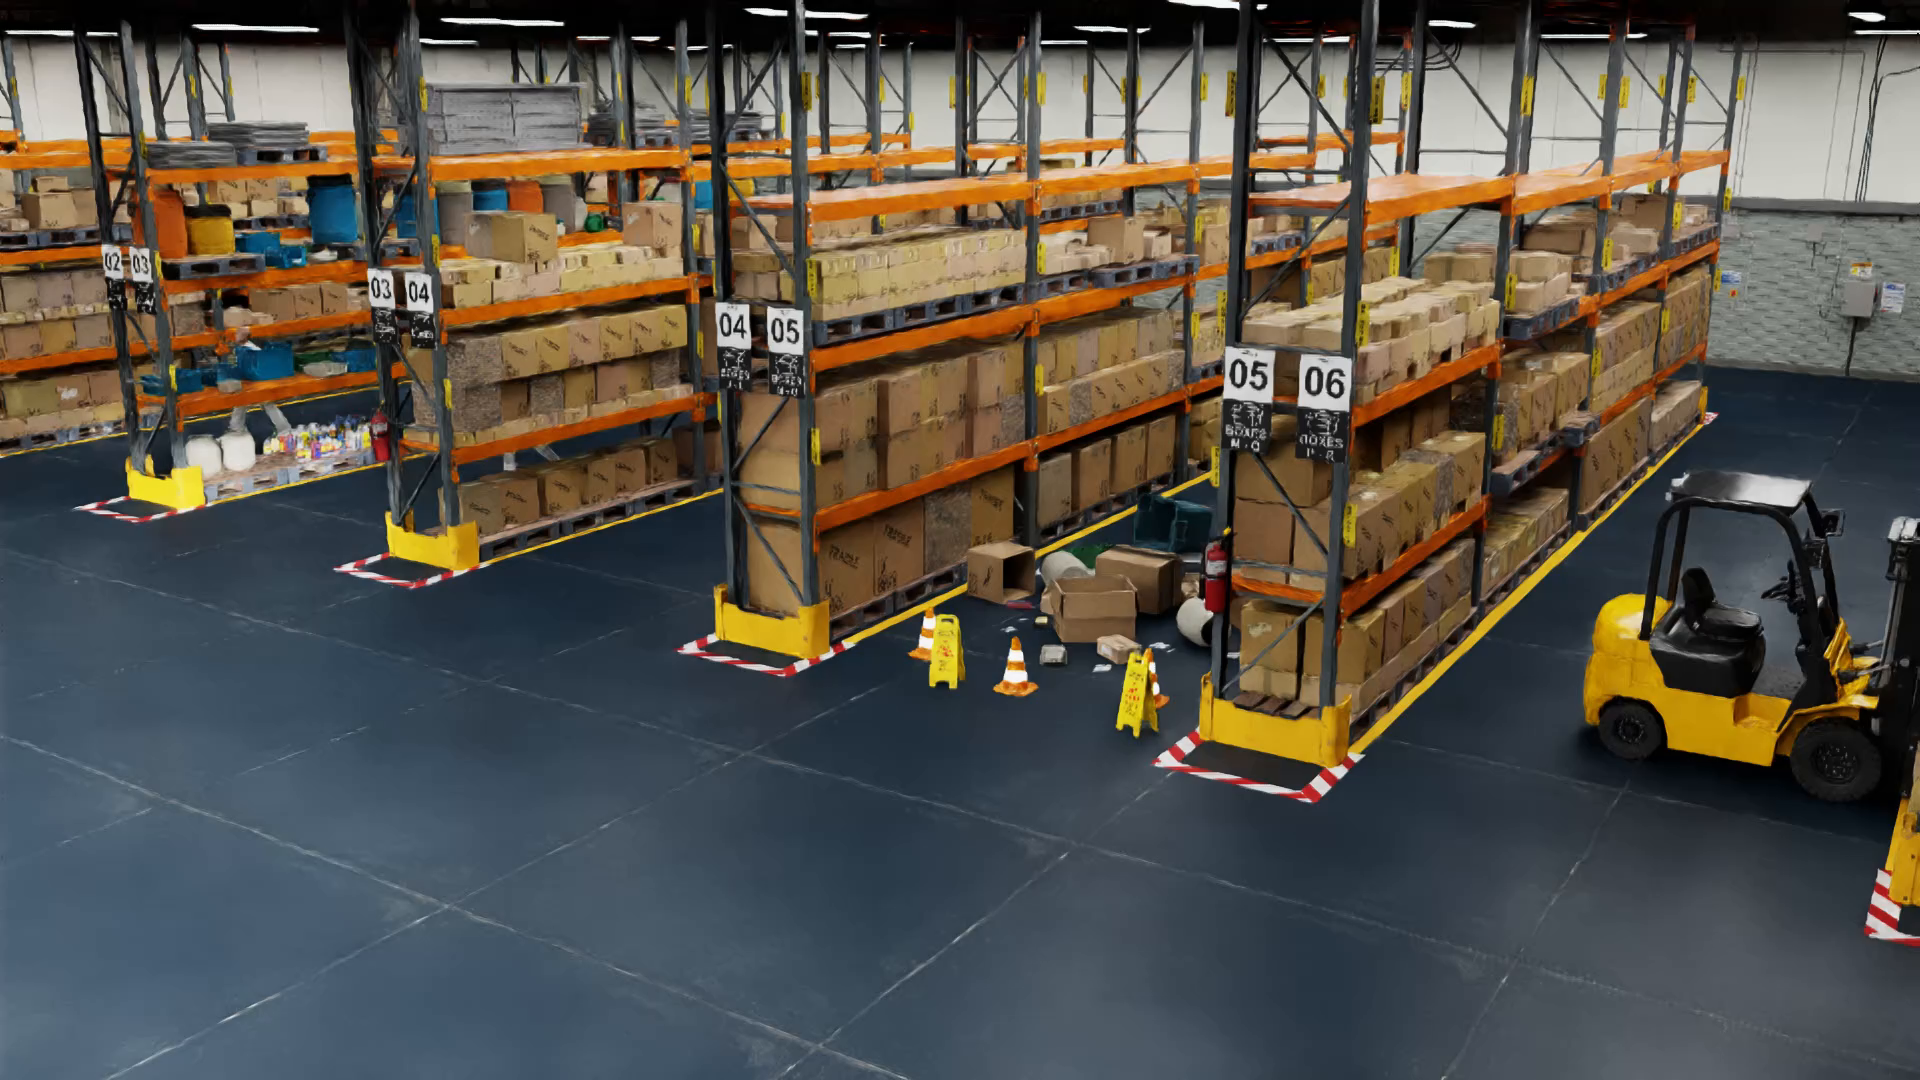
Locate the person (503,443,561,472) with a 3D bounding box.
[{"bbox_3d":[-5.562,-1.492,21.383,0.988,1.735,0.598,-11,19,-35],"label":"person"}]

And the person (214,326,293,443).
[{"bbox_3d":[-10.254,-2.240,24.013,0.573,1.716,1.102,13,20,39],"label":"person"}]
